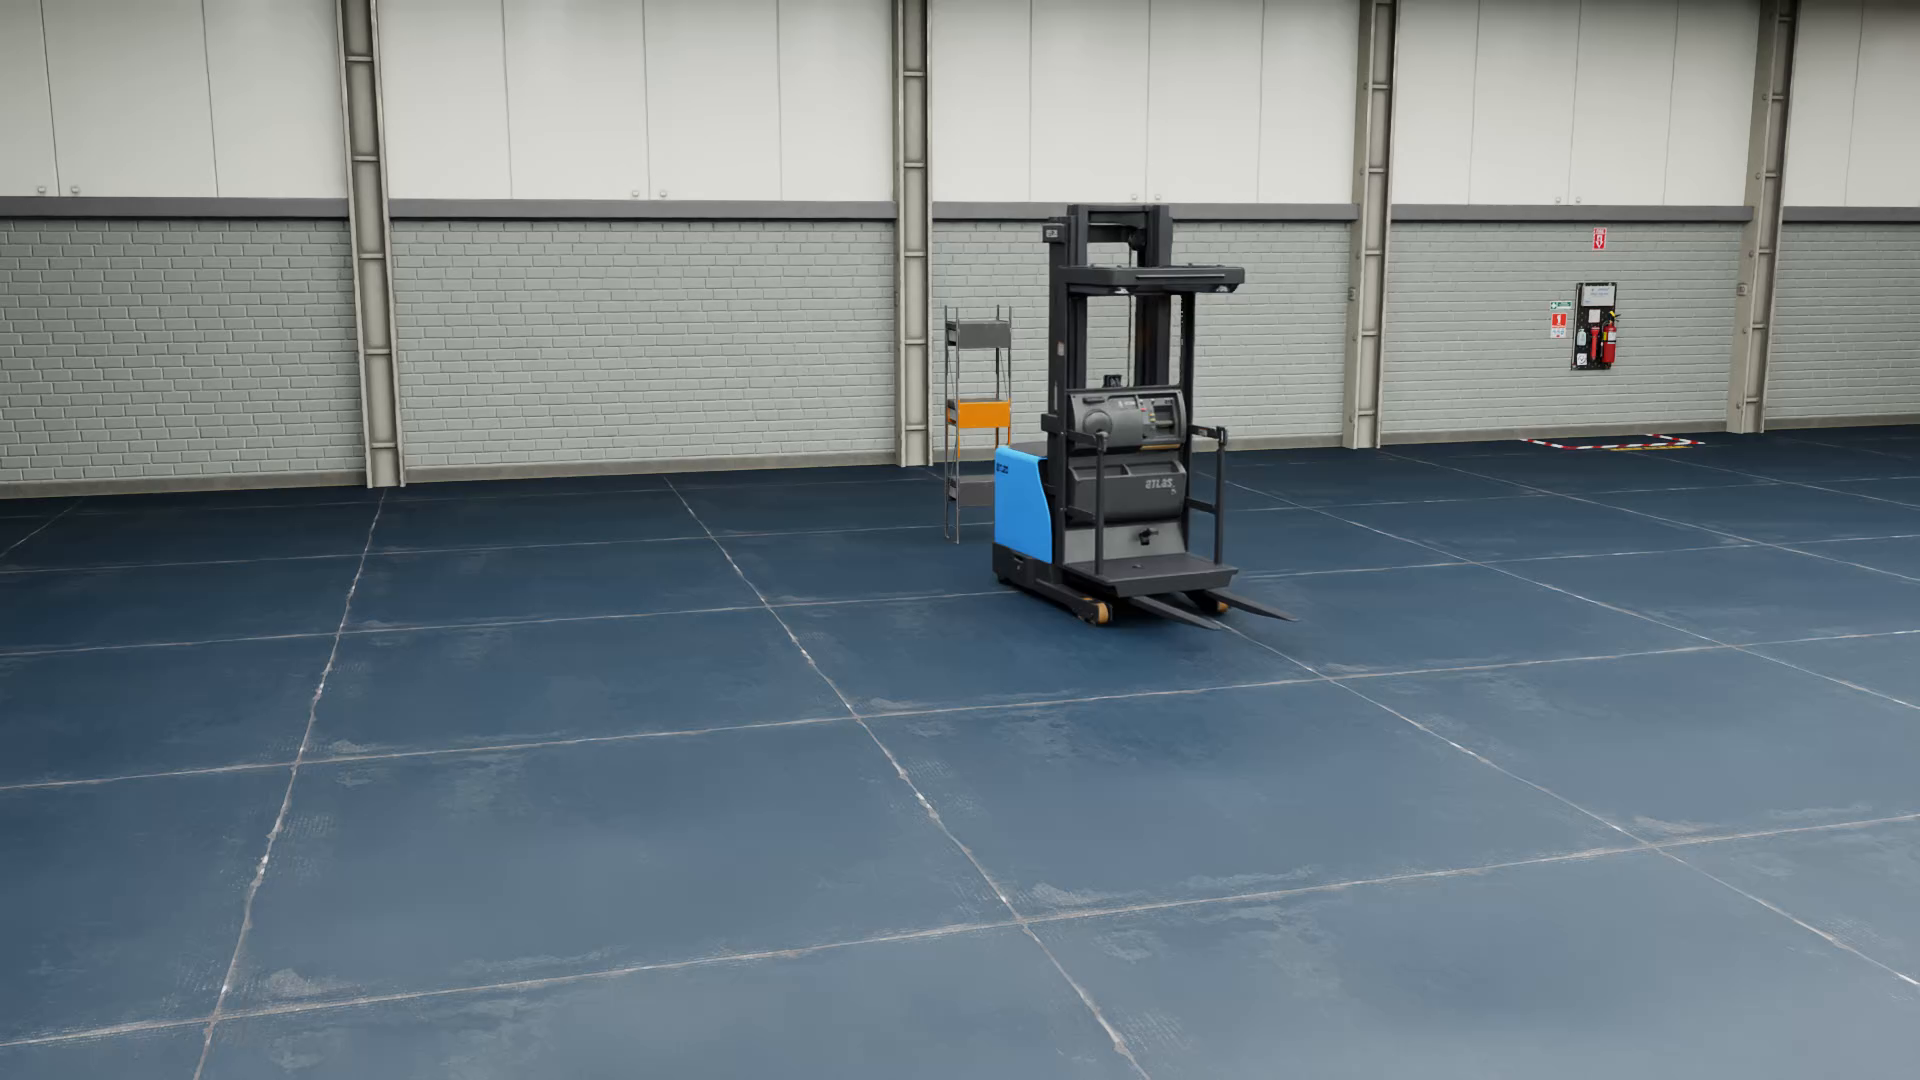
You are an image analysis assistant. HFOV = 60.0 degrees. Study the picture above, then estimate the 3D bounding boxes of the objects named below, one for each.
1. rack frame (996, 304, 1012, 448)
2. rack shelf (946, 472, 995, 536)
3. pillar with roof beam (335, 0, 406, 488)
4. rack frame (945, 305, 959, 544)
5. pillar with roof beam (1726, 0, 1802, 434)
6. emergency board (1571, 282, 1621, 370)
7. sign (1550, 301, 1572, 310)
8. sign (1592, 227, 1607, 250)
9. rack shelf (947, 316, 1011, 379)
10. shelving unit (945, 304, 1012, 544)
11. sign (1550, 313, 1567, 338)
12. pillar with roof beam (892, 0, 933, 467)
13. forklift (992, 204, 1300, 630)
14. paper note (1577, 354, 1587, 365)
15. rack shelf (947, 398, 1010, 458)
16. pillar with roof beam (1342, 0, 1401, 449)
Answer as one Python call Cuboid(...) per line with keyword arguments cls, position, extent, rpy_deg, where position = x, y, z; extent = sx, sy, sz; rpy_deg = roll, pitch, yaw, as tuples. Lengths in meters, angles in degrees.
Cuboid(cls="rack frame", position=(0.393, -1.053, 14.969), extent=(0.015, 2.100, 0.400), rpy_deg=(-3, 11, -16))
Cuboid(cls="rack shelf", position=(0.159, -0.339, 15.031), extent=(0.480, 0.518, 0.431), rpy_deg=(-3, 11, -16))
Cuboid(cls="pillar with roof beam", position=(-5.110, -4.279, 13.433), extent=(0.400, 9.000, 9.100), rpy_deg=(-3, 11, -16))
Cuboid(cls="rack frame", position=(-0.075, -1.029, 14.835), extent=(0.015, 2.100, 0.400), rpy_deg=(-3, 11, -16))
Cuboid(cls="pillar with roof beam", position=(12.172, -5.189, 18.381), extent=(0.400, 9.000, 9.100), rpy_deg=(-3, 11, -16))
Cuboid(cls="emergency board", position=(8.586, -2.869, 22.346), extent=(0.643, 1.169, 0.194), rpy_deg=(-3, 11, -16))
Cuboid(cls="sign", position=(8.033, -3.136, 22.233), extent=(0.331, 0.109, 0.001), rpy_deg=(-3, 11, -16))
Cuboid(cls="sign", position=(8.550, -4.026, 22.228), extent=(0.199, 0.298, 0.001), rpy_deg=(-3, 11, -16))
Cuboid(cls="rack shelf", position=(0.159, -1.716, 14.778), extent=(0.480, 0.518, 0.431), rpy_deg=(-3, 11, -16))
Cuboid(cls="shelving unit", position=(0.159, -1.041, 14.902), extent=(0.503, 2.100, 0.431), rpy_deg=(-3, 11, -16))
Cuboid(cls="sign", position=(8.026, -2.876, 22.288), extent=(0.234, 0.329, 0.001), rpy_deg=(-3, 11, -16))
Cuboid(cls="pillar with roof beam", position=(0.651, -4.582, 15.082), extent=(0.400, 9.000, 9.100), rpy_deg=(-3, 11, -16))
Cuboid(cls="forklift", position=(1.322, -0.923, 11.963), extent=(1.130, 2.935, 3.031), rpy_deg=(-5, 11, -24))
Cuboid(cls="paper note", position=(8.396, -2.439, 22.442), extent=(0.142, 0.148, 0.016), rpy_deg=(-3, 11, -16))
Cuboid(cls="rack shelf", position=(0.159, -1.028, 14.904), extent=(0.480, 0.518, 0.431), rpy_deg=(-3, 11, -16))
Cuboid(cls="pillar with roof beam", position=(6.411, -4.886, 16.732), extent=(0.400, 9.000, 9.100), rpy_deg=(-3, 11, -16))
